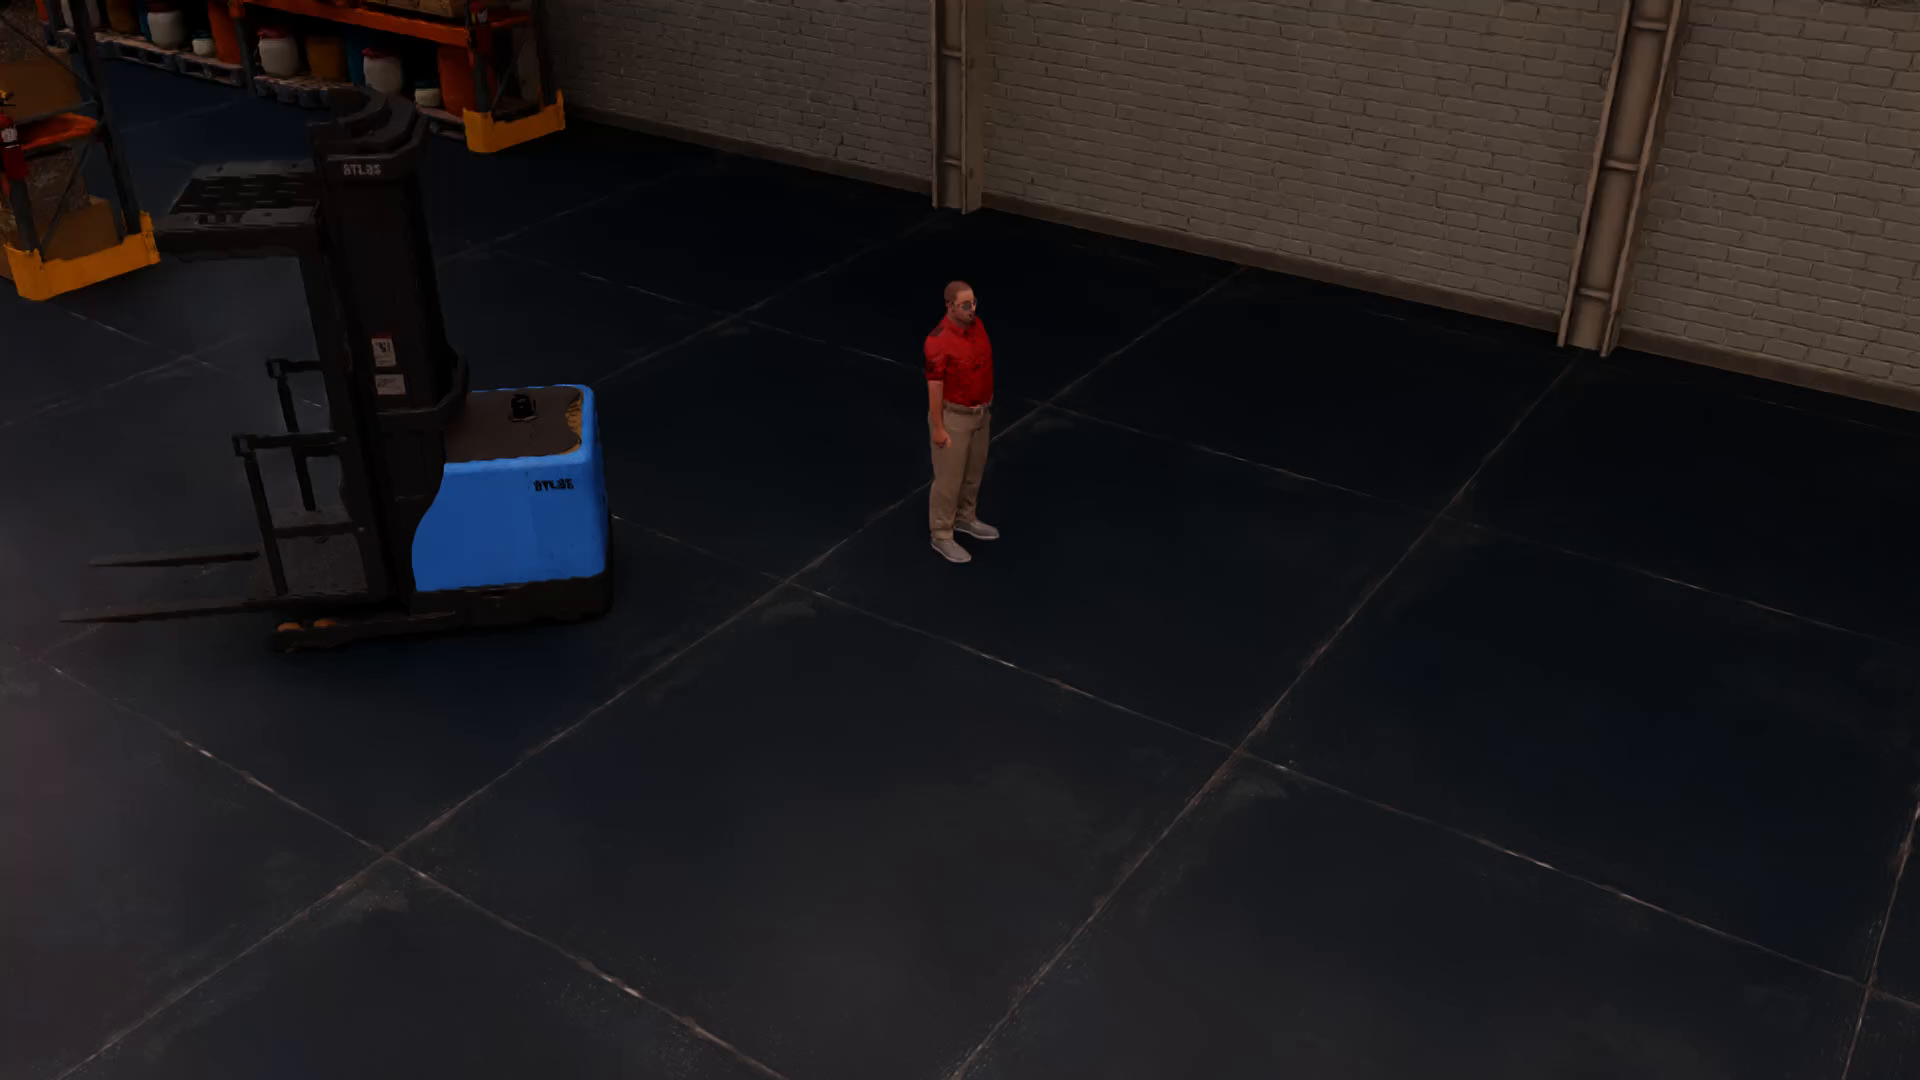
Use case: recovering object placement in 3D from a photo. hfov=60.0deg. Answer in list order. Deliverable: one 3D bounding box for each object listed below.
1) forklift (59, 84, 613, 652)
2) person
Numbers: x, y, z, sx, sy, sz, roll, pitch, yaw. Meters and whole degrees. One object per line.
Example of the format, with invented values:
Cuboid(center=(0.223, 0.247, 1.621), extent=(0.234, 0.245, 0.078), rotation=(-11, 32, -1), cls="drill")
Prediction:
Cuboid(center=(-3.599, -0.922, 9.170), extent=(3.031, 2.935, 1.130), rotation=(-5, 31, -9), cls="forklift")
Cuboid(center=(0.022, -0.740, 10.055), extent=(0.365, 1.730, 0.523), rotation=(19, 35, 29), cls="person")
